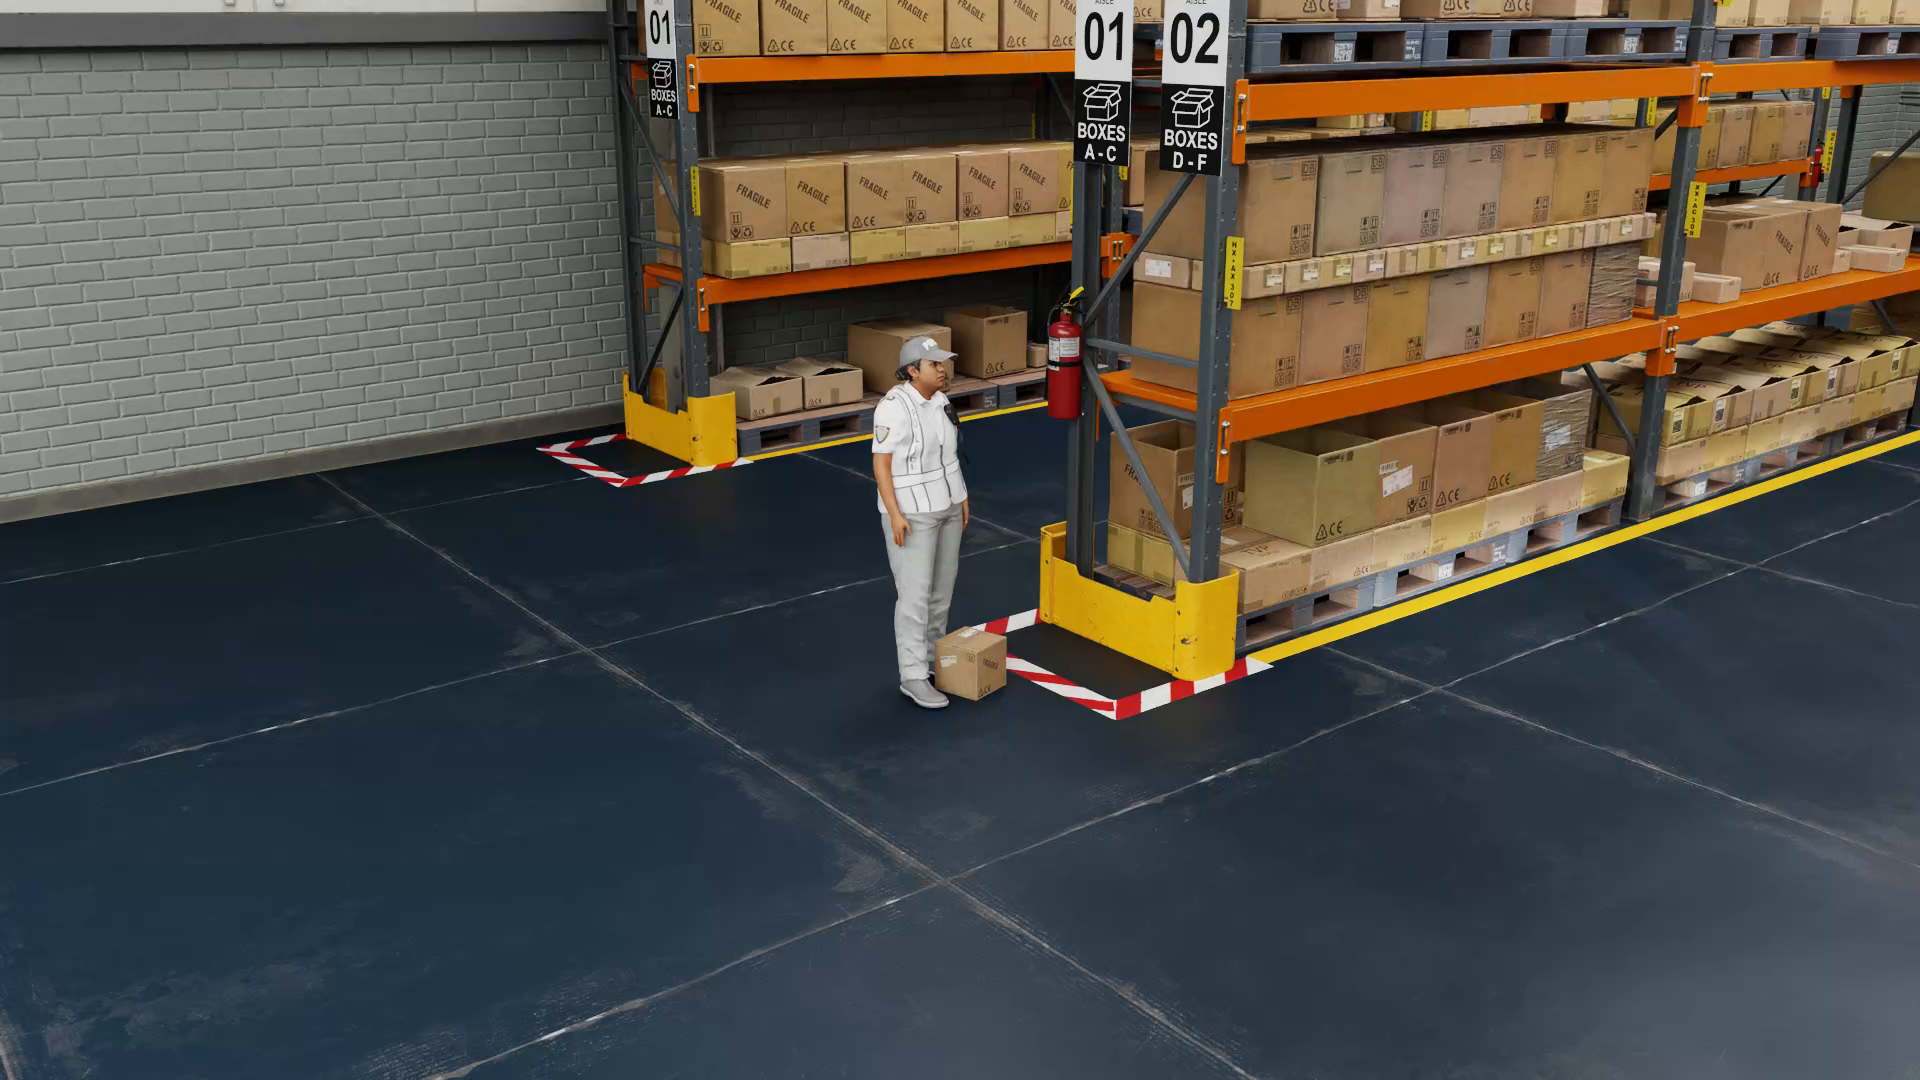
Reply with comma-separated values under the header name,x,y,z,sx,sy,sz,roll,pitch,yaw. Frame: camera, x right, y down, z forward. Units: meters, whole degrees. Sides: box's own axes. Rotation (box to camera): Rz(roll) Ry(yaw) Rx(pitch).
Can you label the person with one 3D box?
name,x,y,z,sx,sy,sz,roll,pitch,yaw
person,-0.124,-0.113,7.867,0.529,1.670,0.598,14,22,36
